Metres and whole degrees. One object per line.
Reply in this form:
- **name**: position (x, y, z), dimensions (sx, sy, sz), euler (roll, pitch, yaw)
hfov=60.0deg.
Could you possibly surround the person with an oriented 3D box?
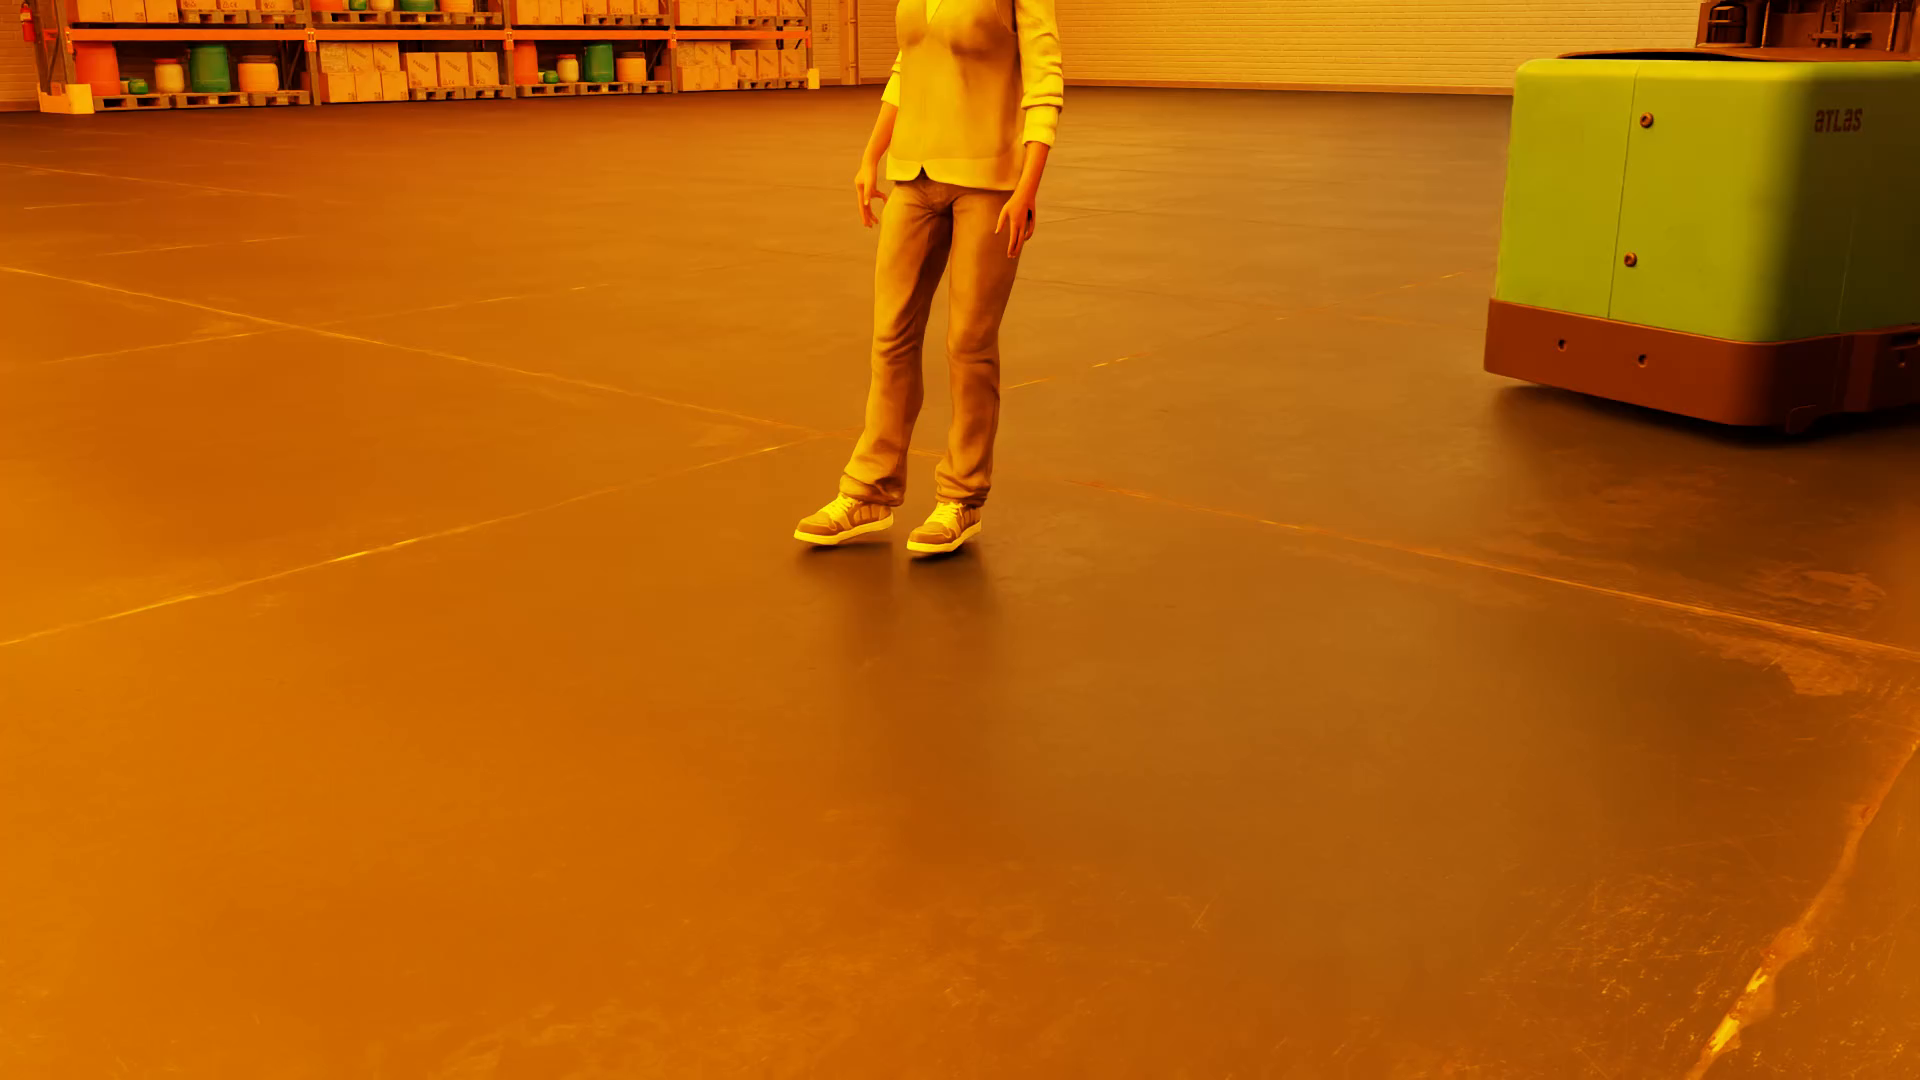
- **person**: position (-0.058, -0.757, 3.662), dimensions (0.520, 1.597, 0.475), euler (13, 21, 37)

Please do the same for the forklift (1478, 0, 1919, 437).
- **forklift**: position (3.266, -1.996, 5.471), dimensions (3.031, 2.935, 1.130), euler (-10, 19, -29)
